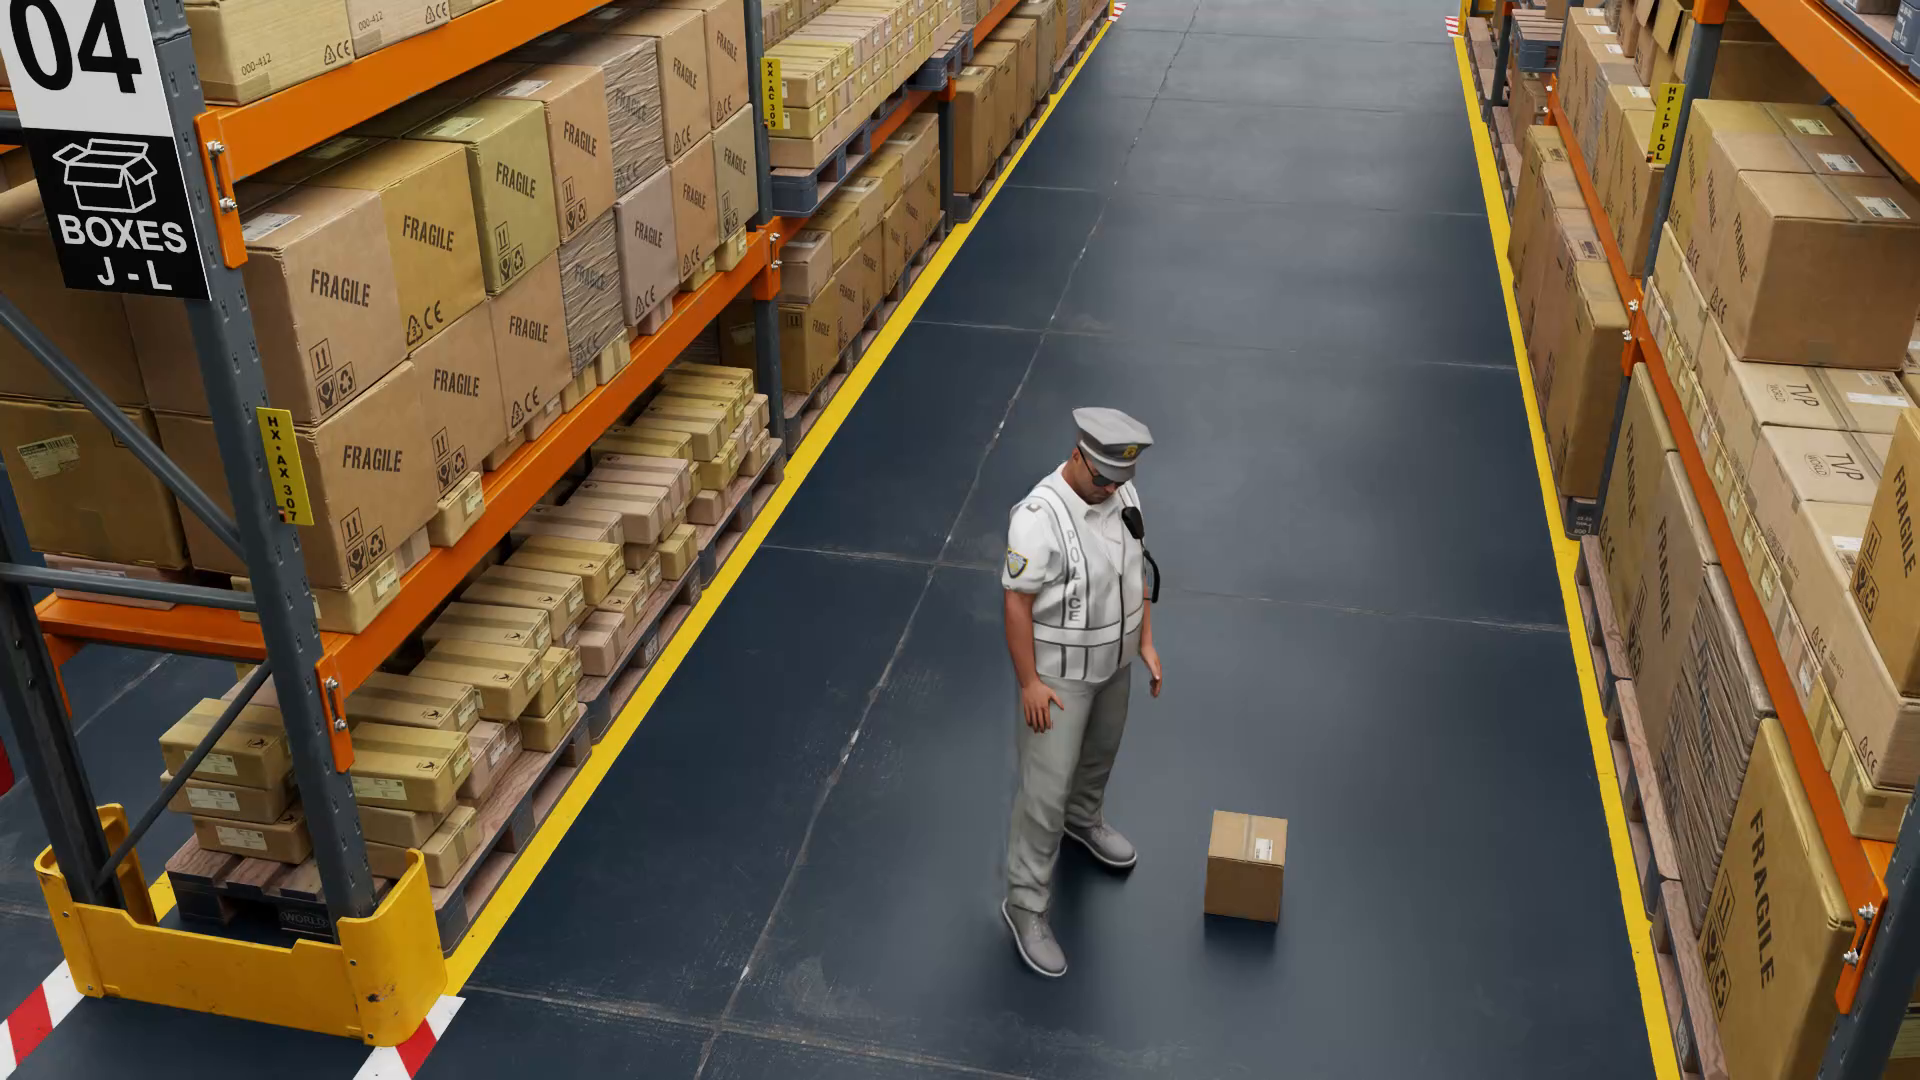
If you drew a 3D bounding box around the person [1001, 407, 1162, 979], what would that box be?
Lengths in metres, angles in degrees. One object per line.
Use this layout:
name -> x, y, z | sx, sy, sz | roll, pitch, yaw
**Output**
person -> 0.358, 0.444, 5.302 | 0.530, 1.760, 0.743 | 25, 37, 37
